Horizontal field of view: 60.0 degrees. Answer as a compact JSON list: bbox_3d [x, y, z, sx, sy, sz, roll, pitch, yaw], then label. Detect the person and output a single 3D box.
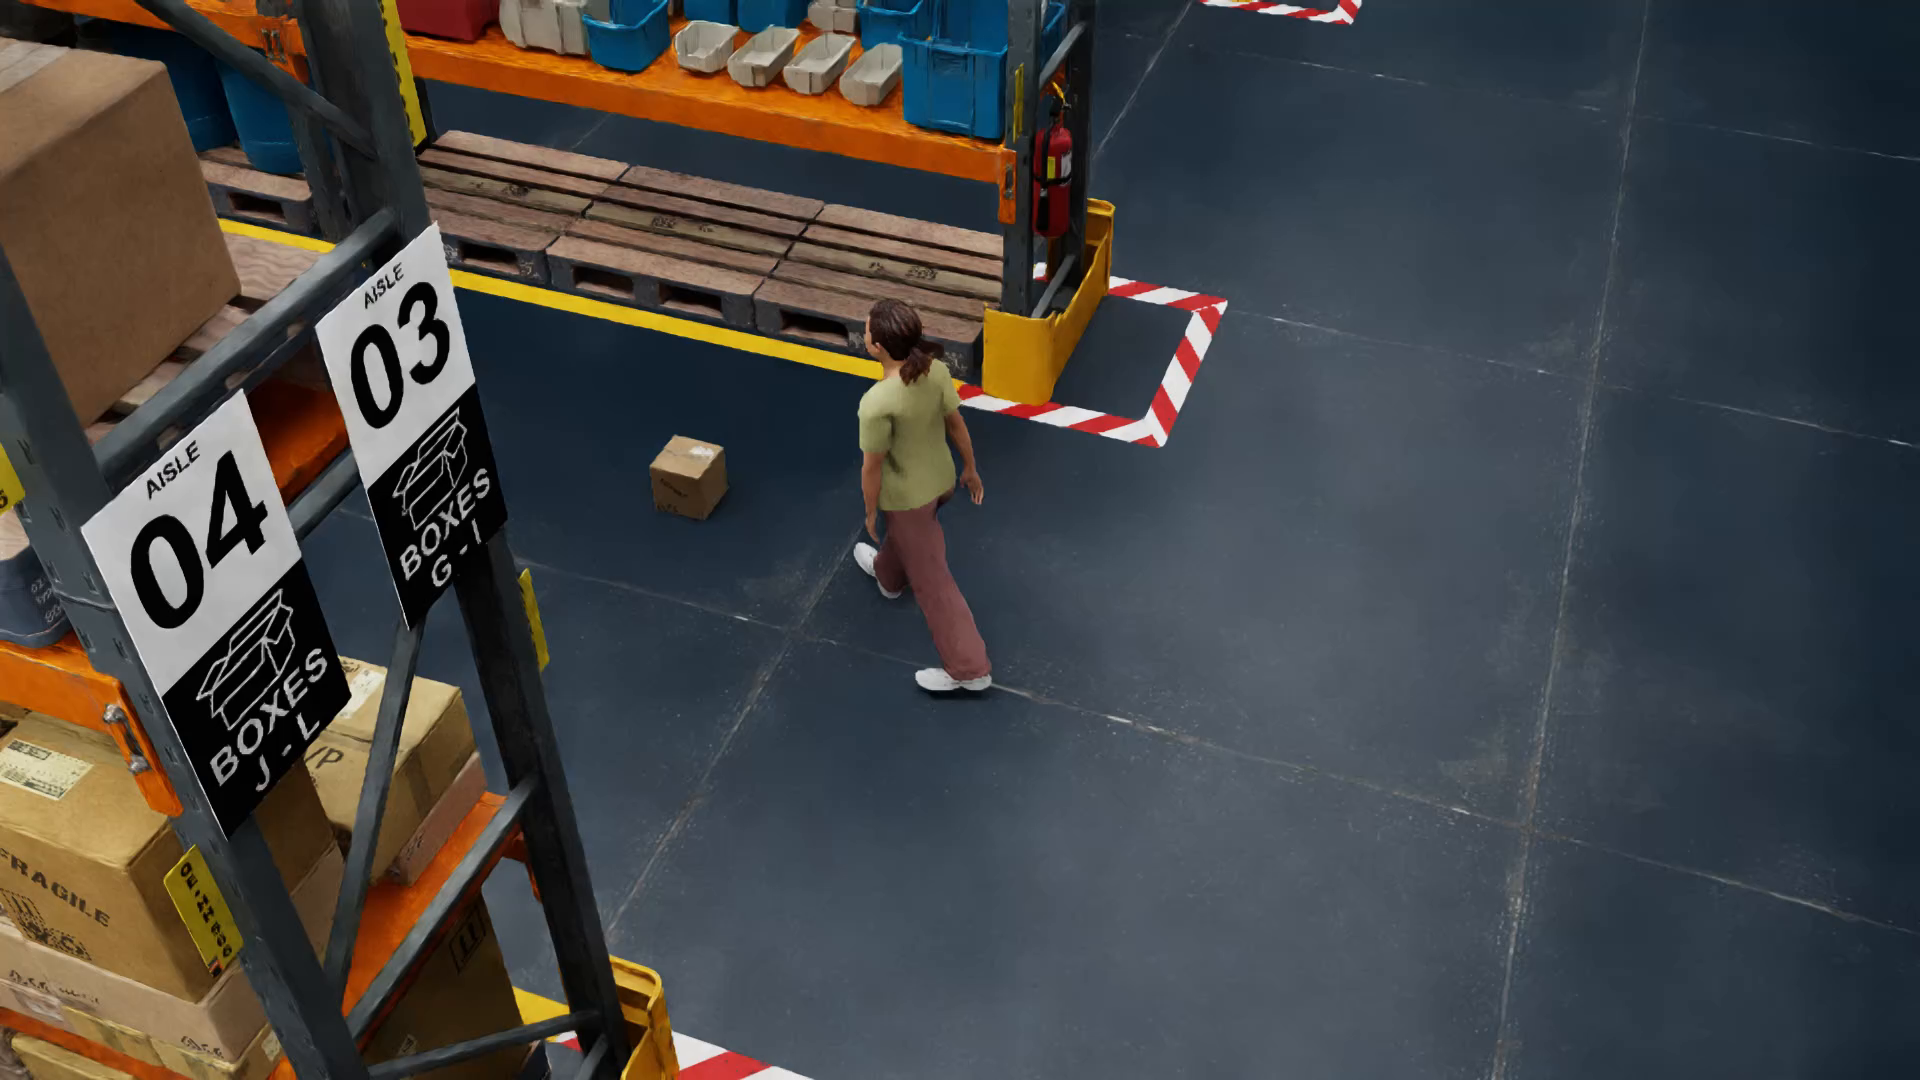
[{"bbox_3d":[-0.209,-0.211,6.424,0.947,1.623,0.487,30,50,29],"label":"person"}]
